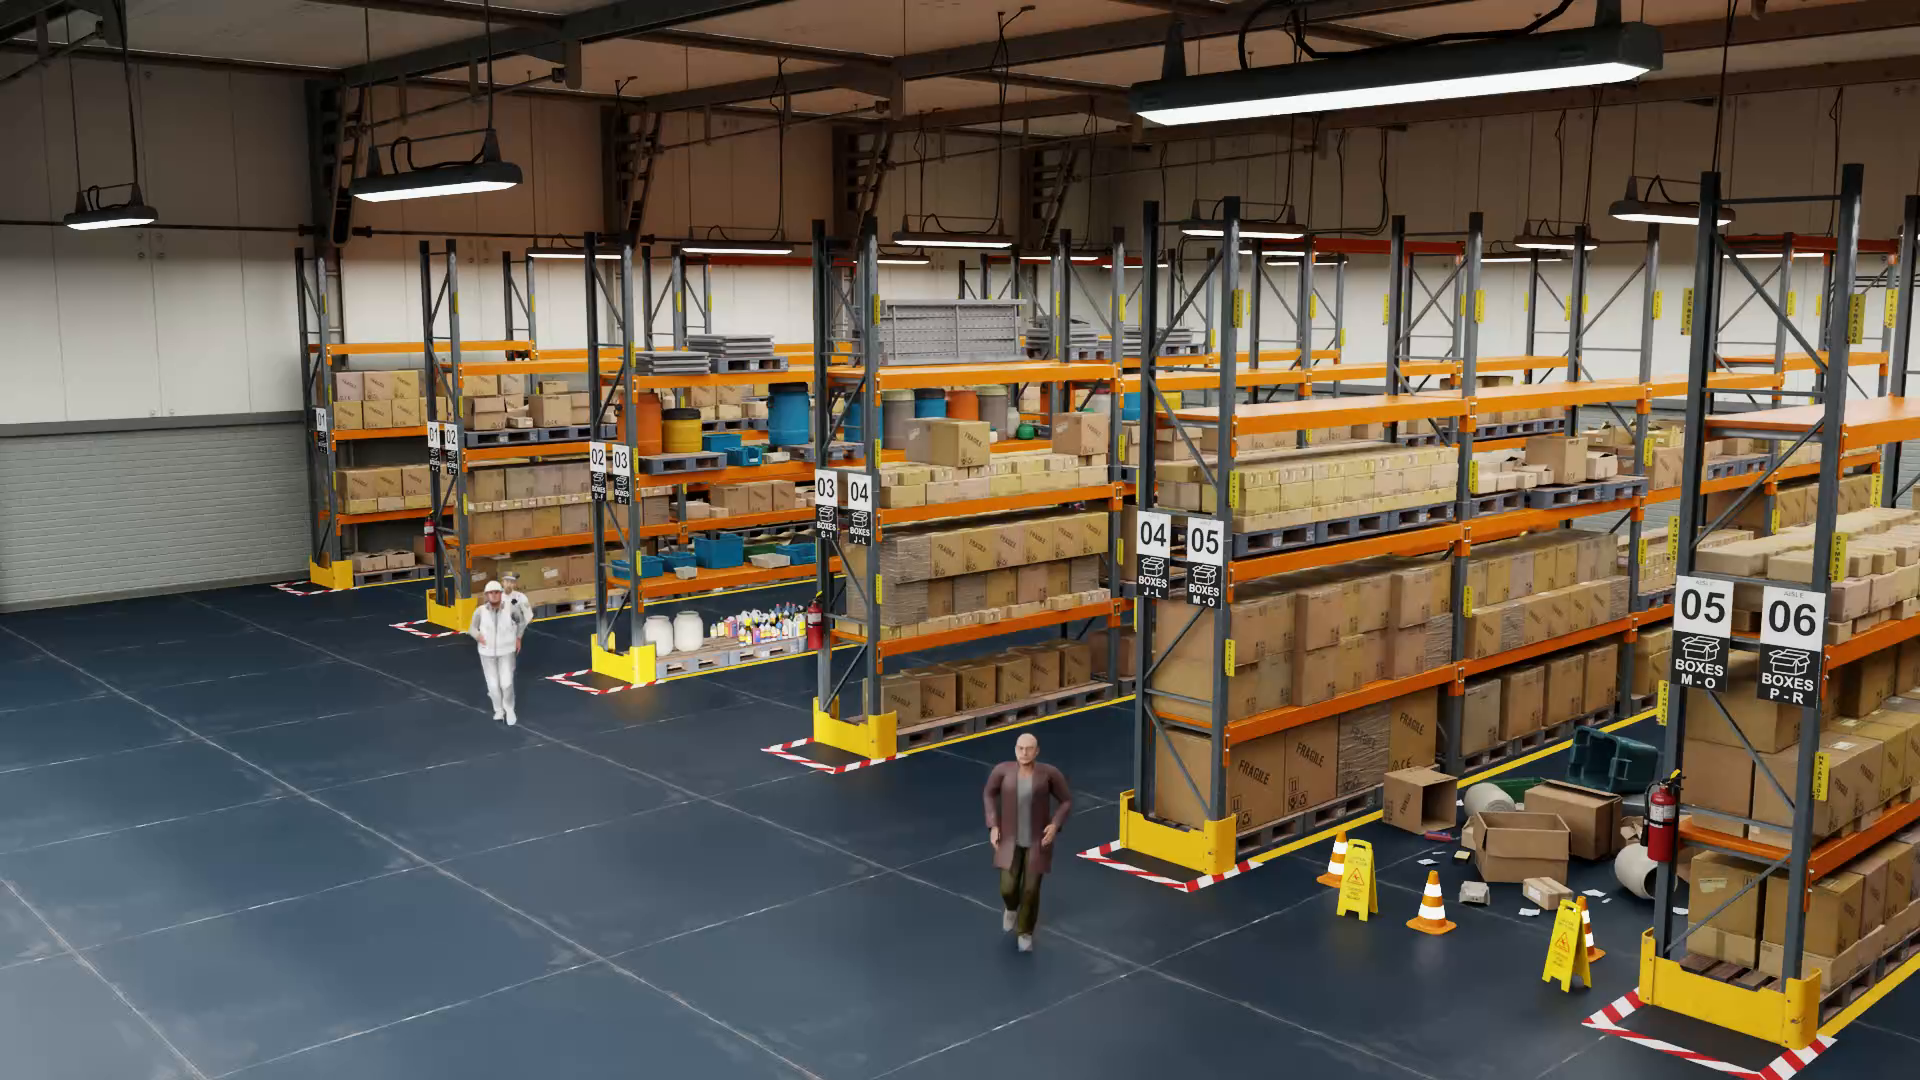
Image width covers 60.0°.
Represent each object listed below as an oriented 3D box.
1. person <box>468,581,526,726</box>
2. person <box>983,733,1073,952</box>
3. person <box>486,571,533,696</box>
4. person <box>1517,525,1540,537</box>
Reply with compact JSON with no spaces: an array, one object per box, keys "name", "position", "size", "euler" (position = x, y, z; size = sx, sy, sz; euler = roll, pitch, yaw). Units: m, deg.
[{"name":"person","position":[-5.581,1.373,20.048],"size":[0.655,1.782,0.701],"euler":[-1,8,-8]},{"name":"person","position":[0.533,2.481,13.233],"size":[0.727,1.551,0.632],"euler":[1,8,6]},{"name":"person","position":[-5.909,1.207,21.737],"size":[0.659,1.655,0.541],"euler":[1,8,4]},{"name":"person","position":[8.822,0.517,25.738],"size":[0.677,1.821,0.820],"euler":[6,11,37]}]
